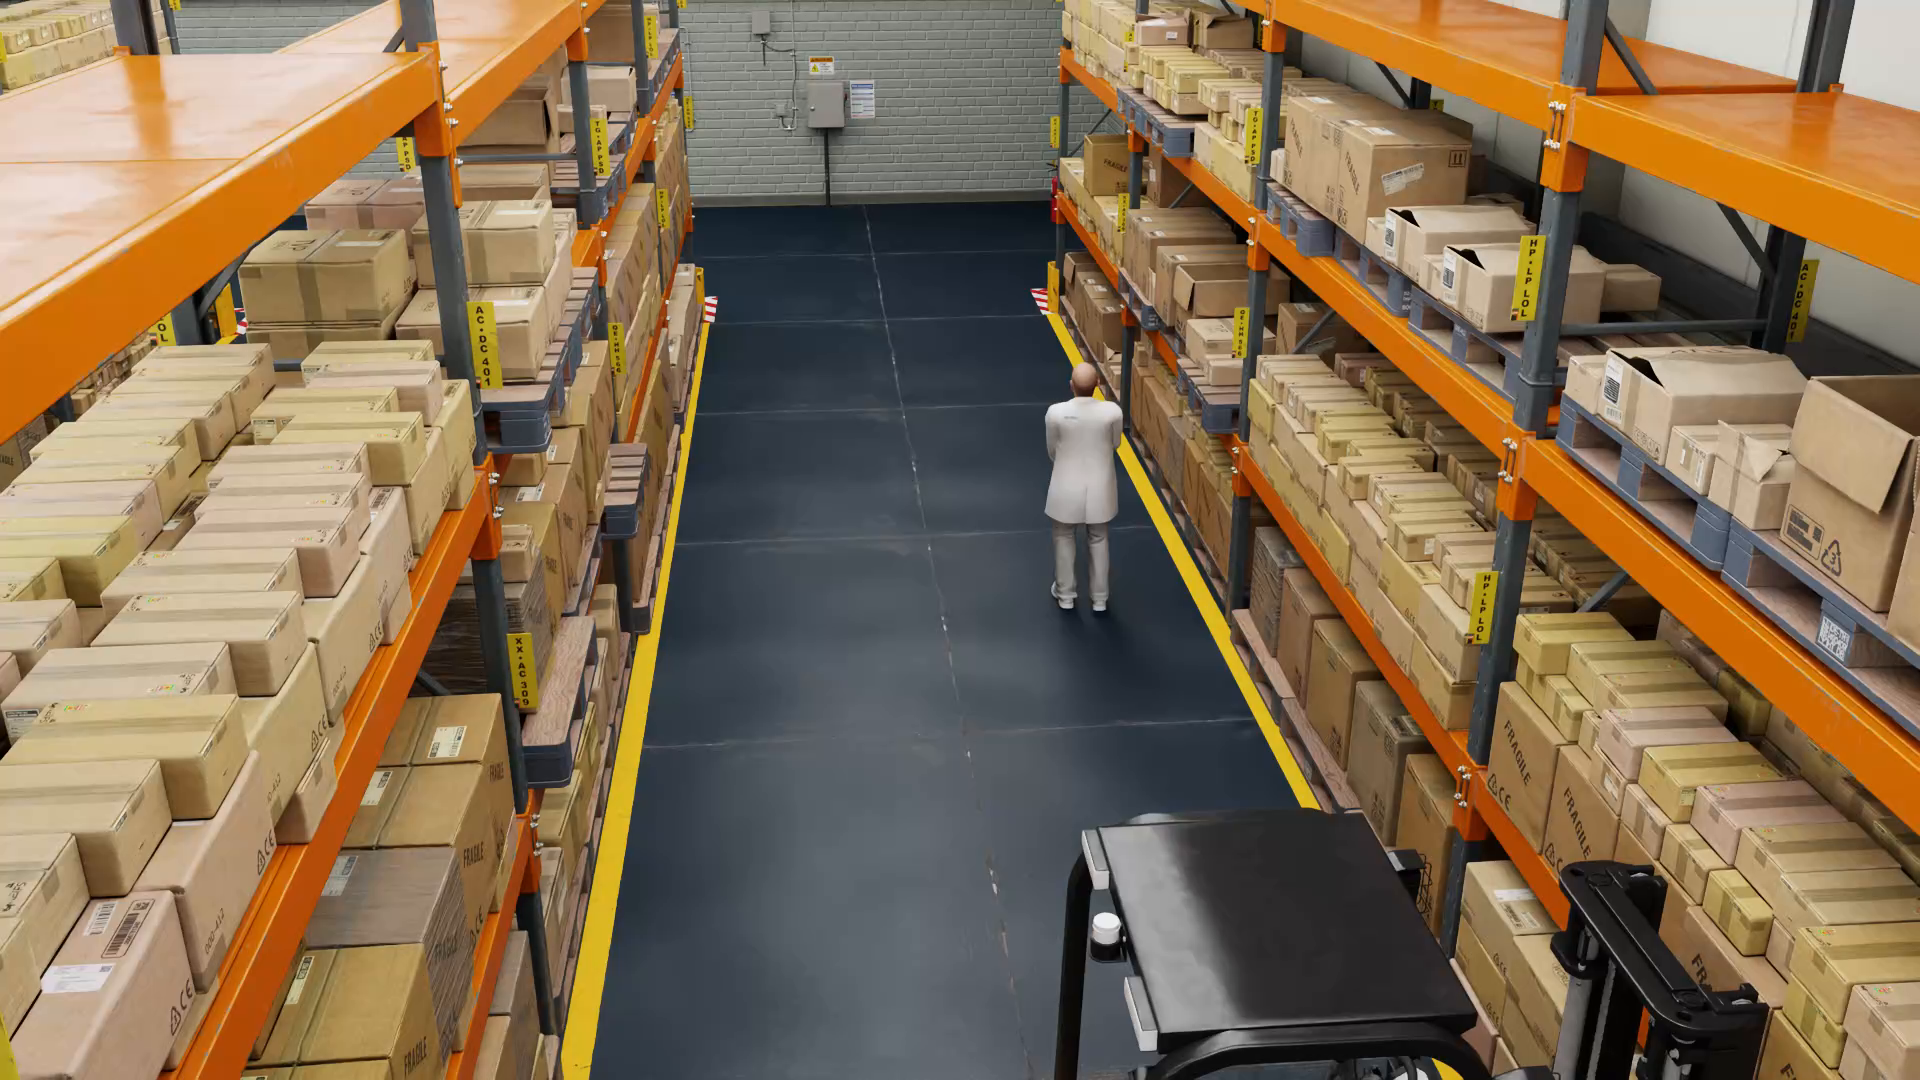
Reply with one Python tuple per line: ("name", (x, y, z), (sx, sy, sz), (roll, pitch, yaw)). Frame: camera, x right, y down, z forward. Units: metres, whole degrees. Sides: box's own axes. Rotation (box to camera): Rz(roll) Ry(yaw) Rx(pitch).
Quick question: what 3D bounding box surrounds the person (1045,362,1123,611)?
("person", (0.814, -0.404, 11.296), (0.530, 1.769, 0.563), (-2, 23, -4))
